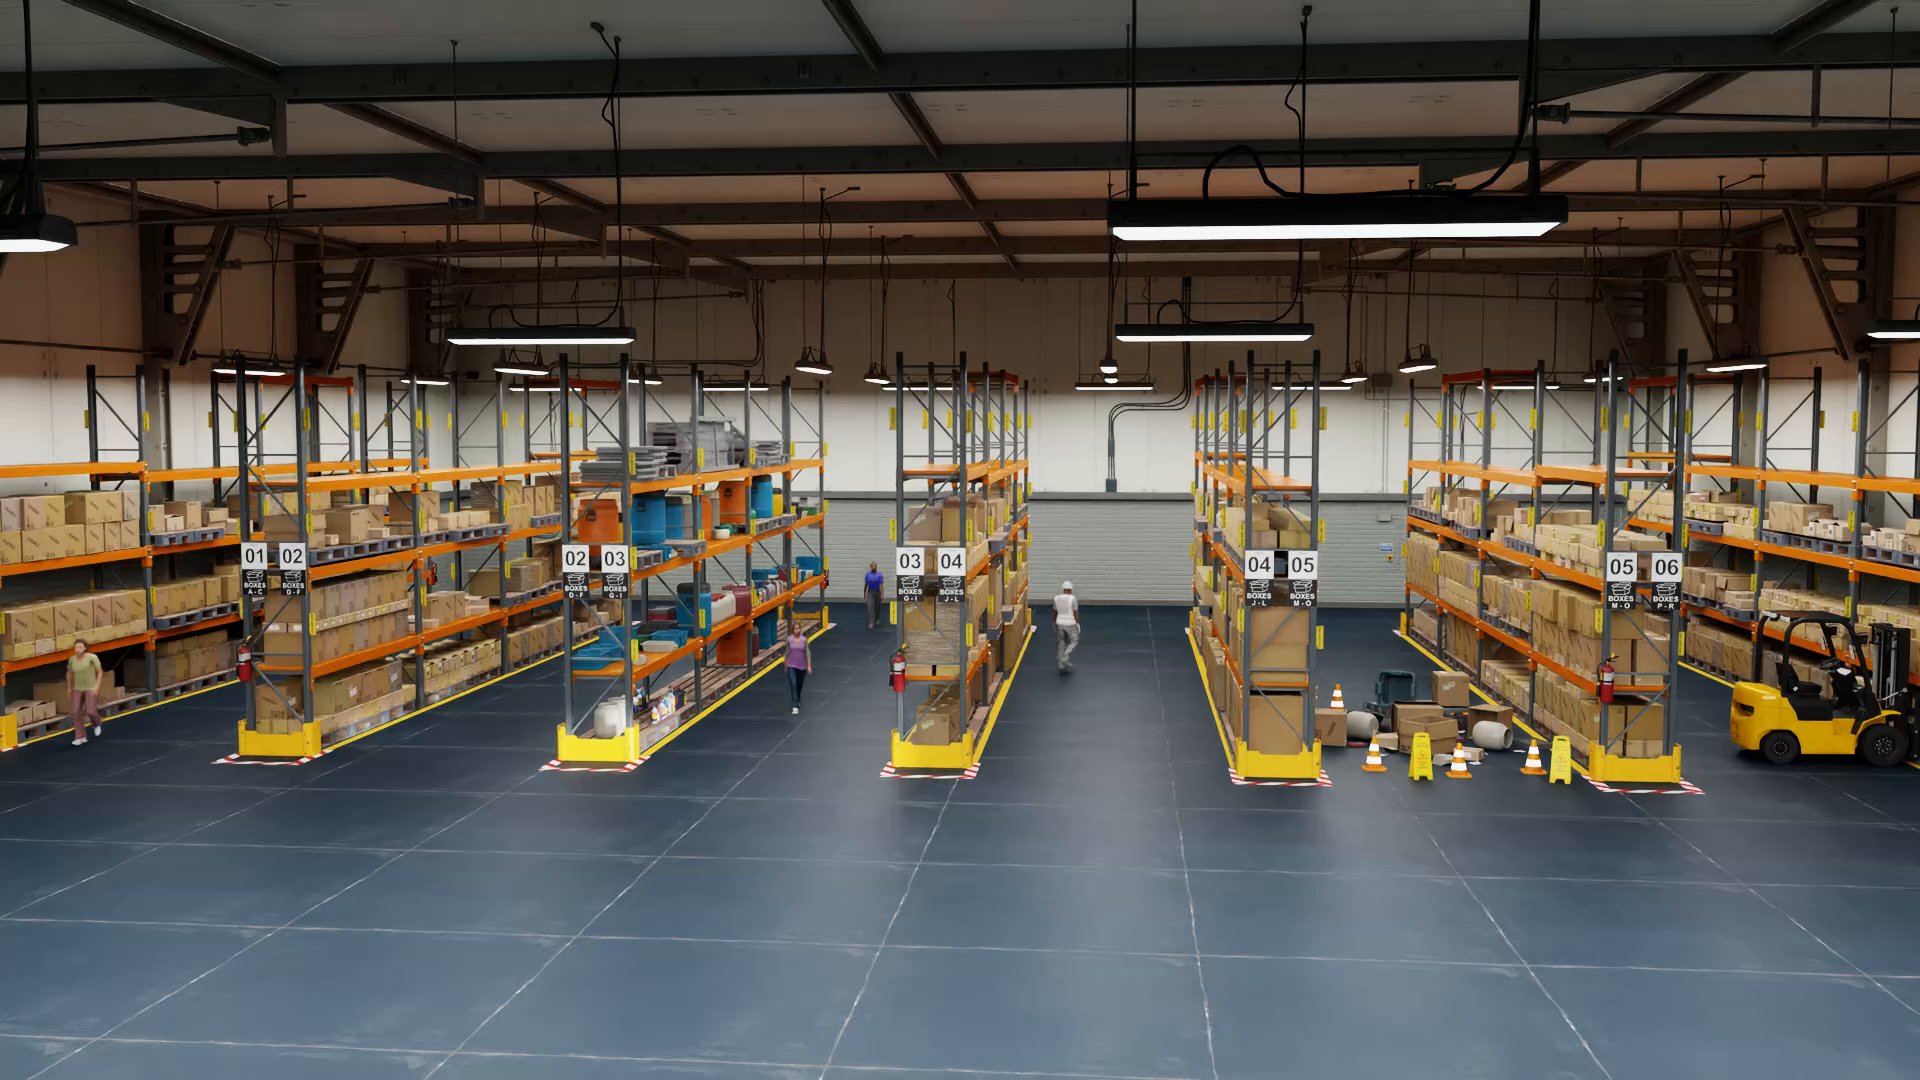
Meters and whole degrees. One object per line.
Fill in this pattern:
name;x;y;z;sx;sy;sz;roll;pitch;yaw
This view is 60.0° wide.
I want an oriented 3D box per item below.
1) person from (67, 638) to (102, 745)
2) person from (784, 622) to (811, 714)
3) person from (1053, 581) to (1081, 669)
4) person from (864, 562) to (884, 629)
person;-13.667;2.340;25.996;0.535;1.653;0.640;0;4;-6
person;-2.798;2.180;28.689;0.441;1.530;1.006;-1;4;-14
person;2.133;1.724;33.605;0.605;1.783;0.544;3;5;36
person;-2.086;1.318;40.320;0.488;1.588;1.058;0;4;-4
